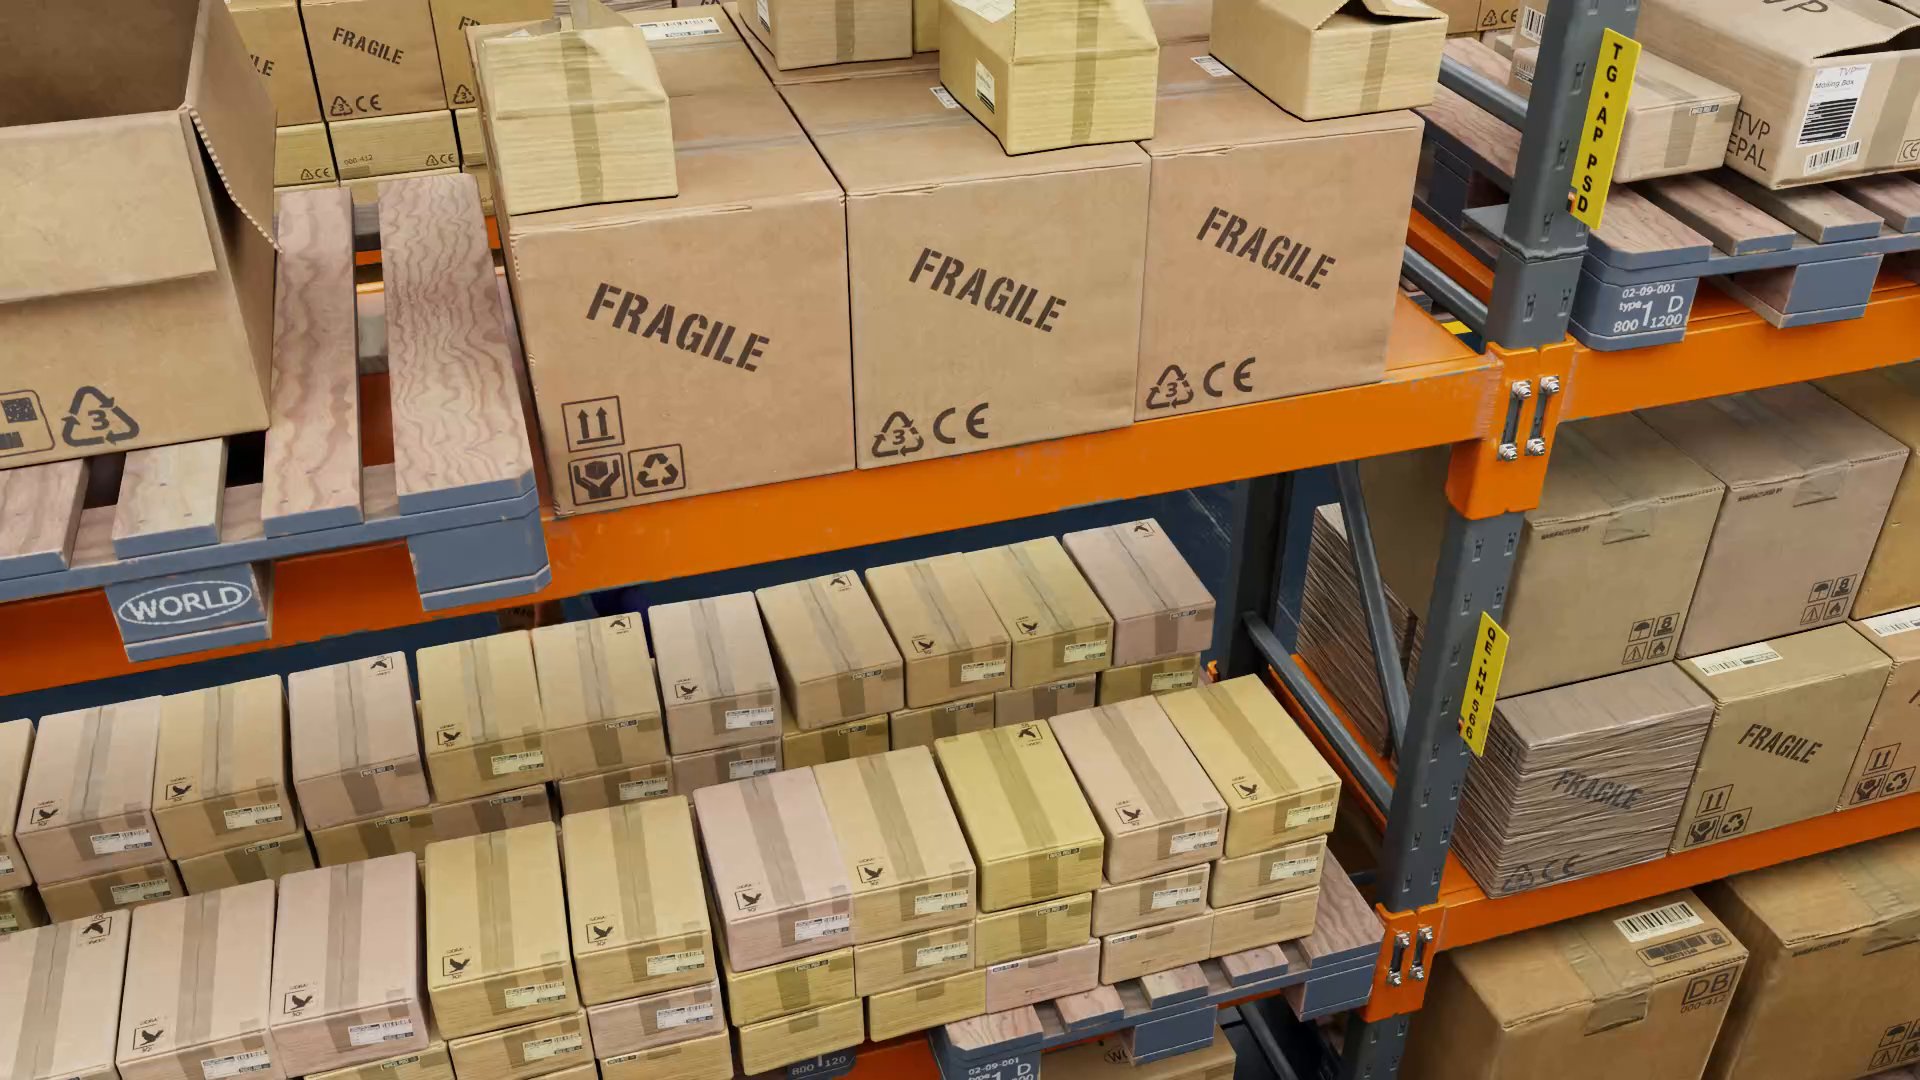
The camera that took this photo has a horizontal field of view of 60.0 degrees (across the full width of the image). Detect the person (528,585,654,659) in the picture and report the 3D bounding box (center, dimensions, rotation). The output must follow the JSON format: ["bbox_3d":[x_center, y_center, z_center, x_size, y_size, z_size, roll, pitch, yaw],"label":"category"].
[{"bbox_3d":[-1.517,0.098,6.602,0.910,0.989,0.480,-12,36,-16],"label":"person"}]
